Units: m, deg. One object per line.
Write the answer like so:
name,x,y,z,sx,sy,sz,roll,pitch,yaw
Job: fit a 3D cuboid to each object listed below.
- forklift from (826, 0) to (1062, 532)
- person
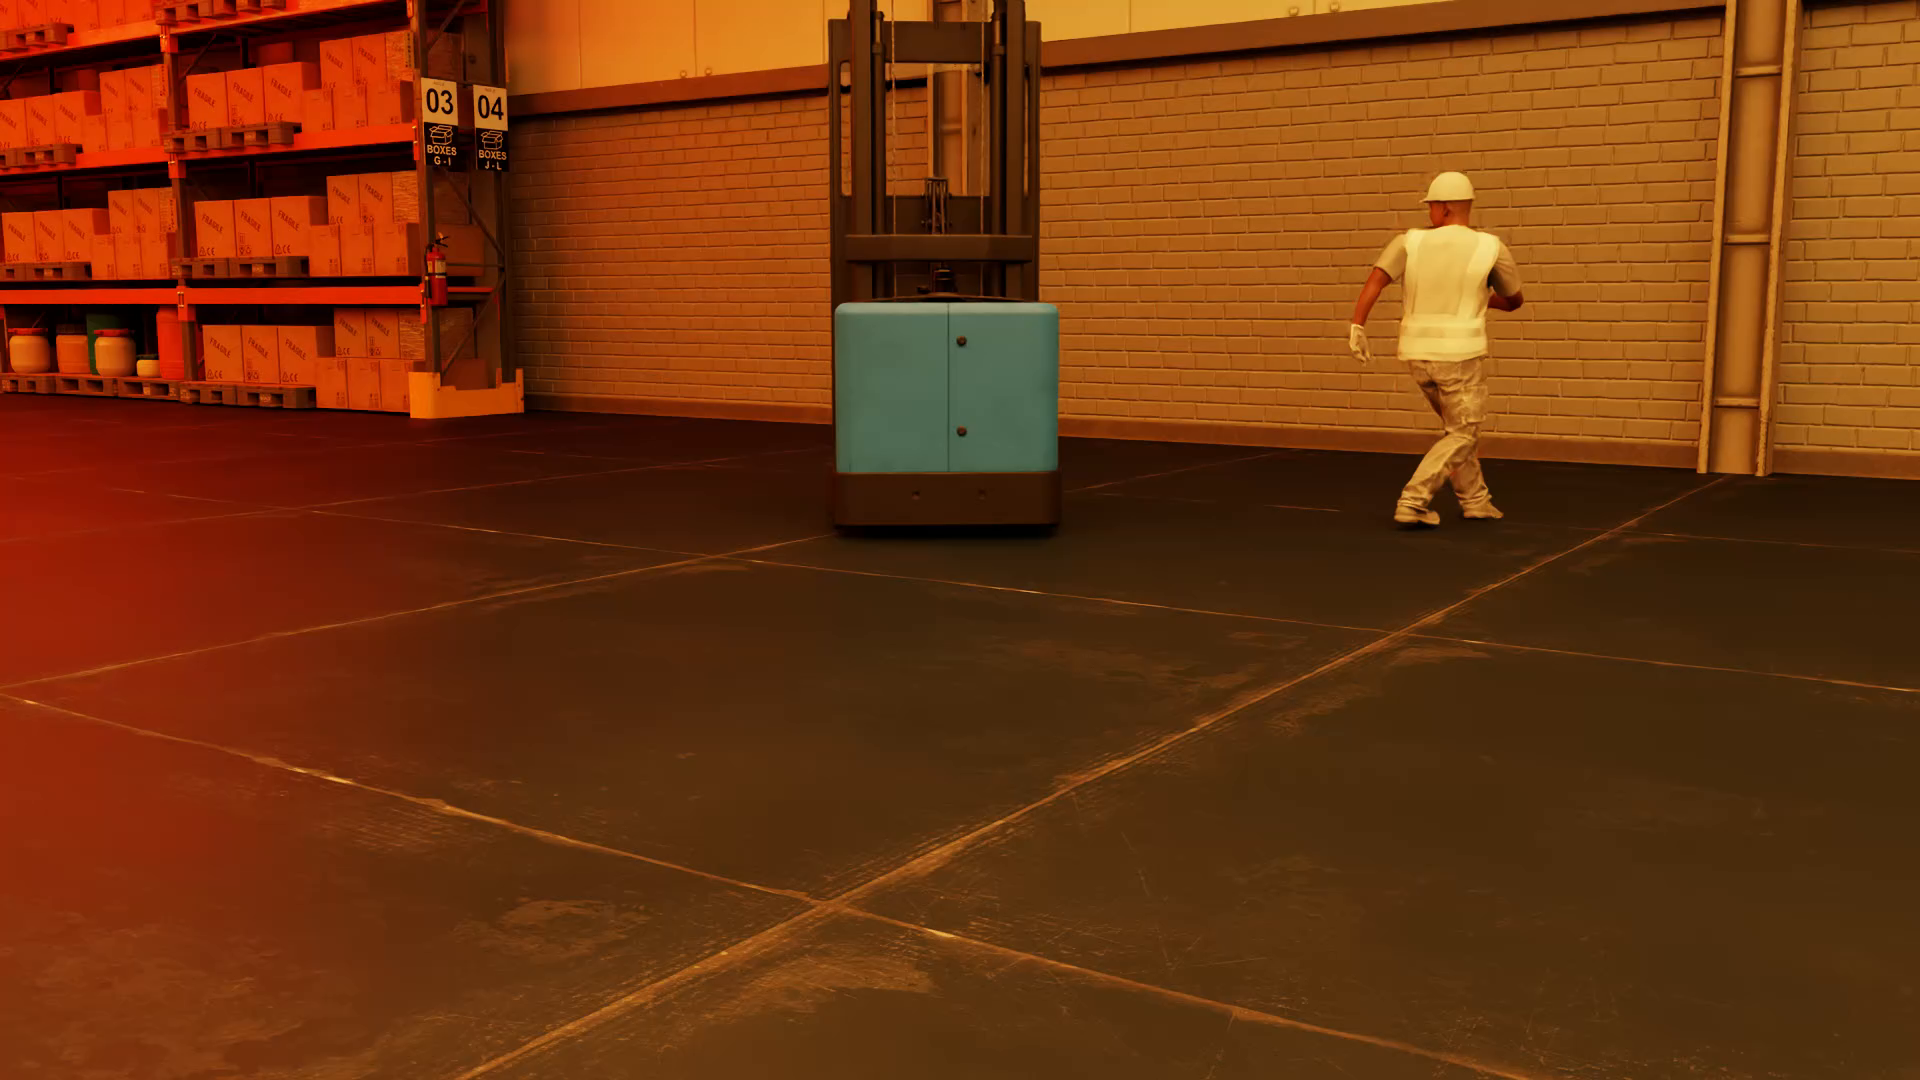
forklift,-0.148,-1.661,8.872,1.130,2.935,3.031,-1,8,-4
person,2.370,-0.905,8.057,0.992,1.721,0.571,-7,11,-41
